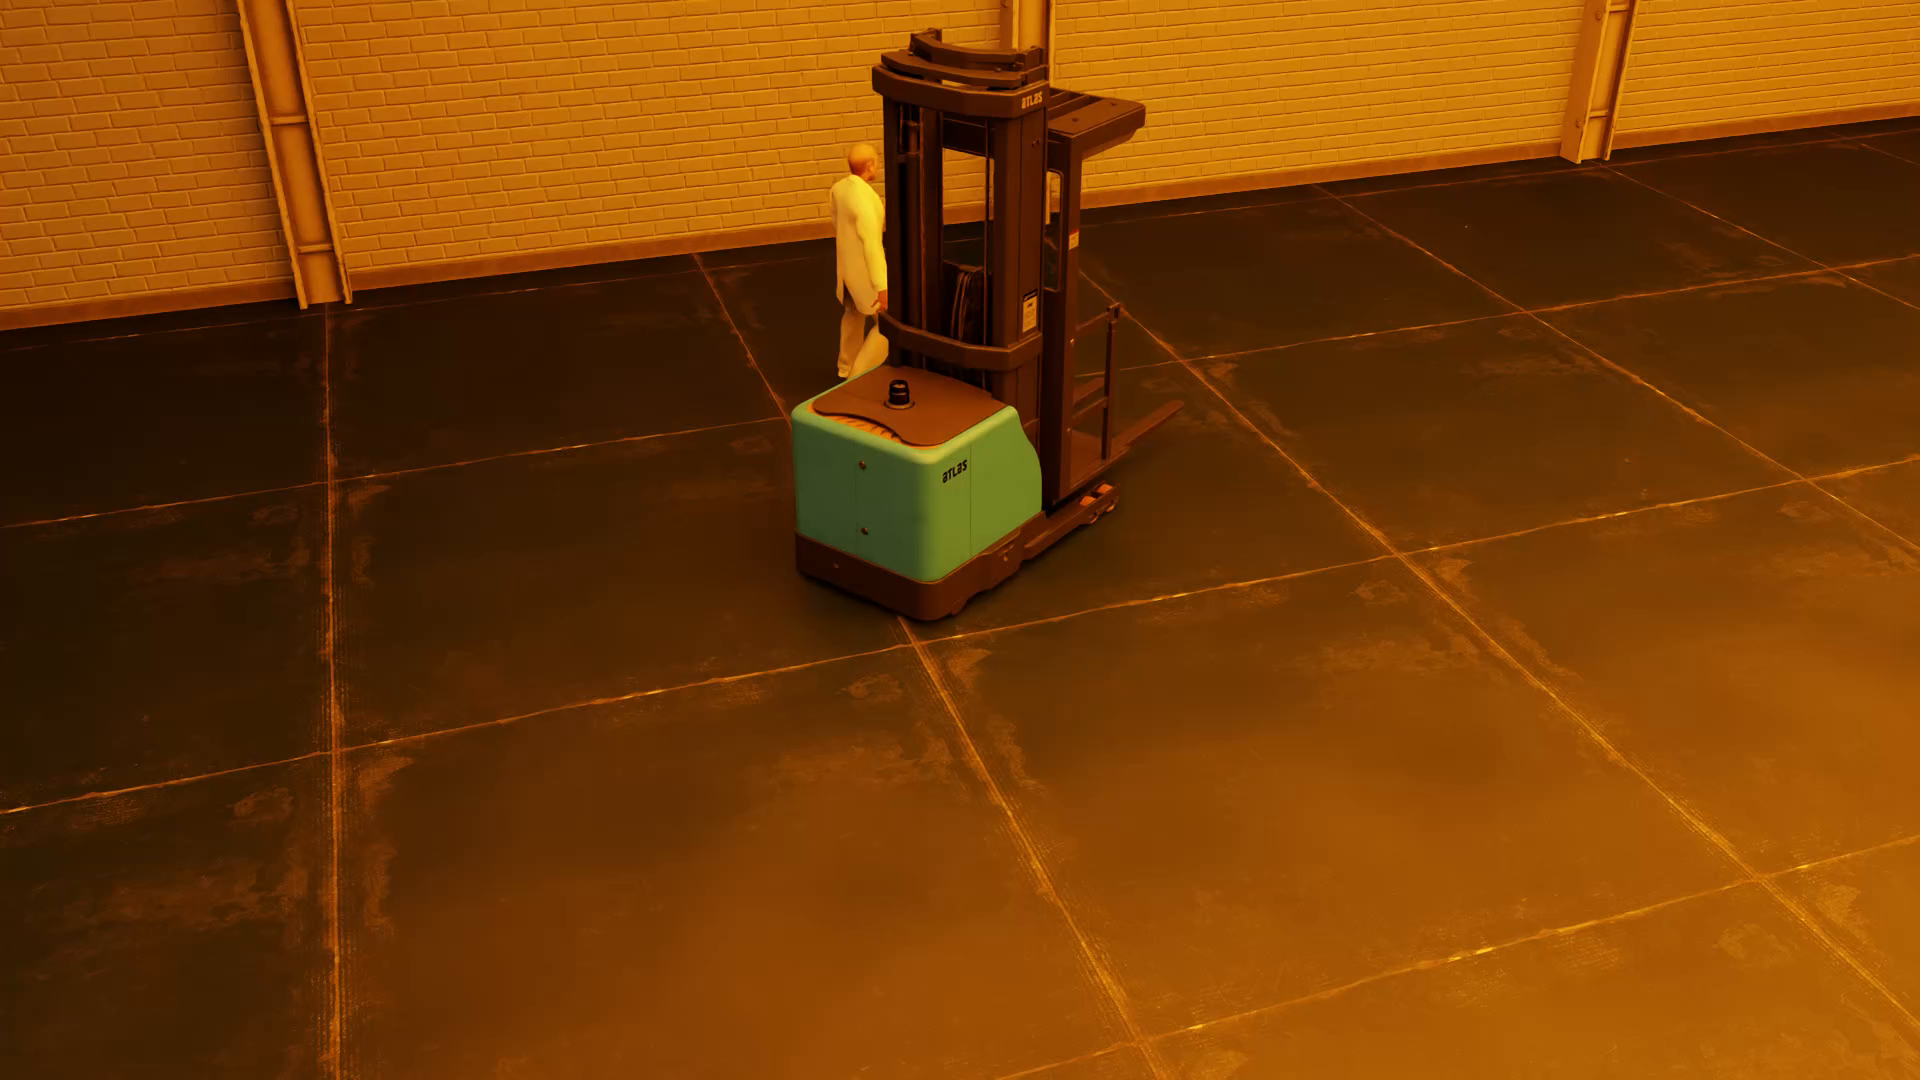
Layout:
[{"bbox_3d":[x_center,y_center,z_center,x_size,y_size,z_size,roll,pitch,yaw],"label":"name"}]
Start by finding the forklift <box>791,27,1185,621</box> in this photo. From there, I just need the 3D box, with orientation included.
[{"bbox_3d":[0.340,-1.504,9.701,1.130,2.935,3.031,21,36,32],"label":"forklift"}]

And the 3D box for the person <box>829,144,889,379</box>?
[{"bbox_3d":[-0.636,-1.854,11.430,0.443,1.763,0.817,-14,33,-23],"label":"person"}]
